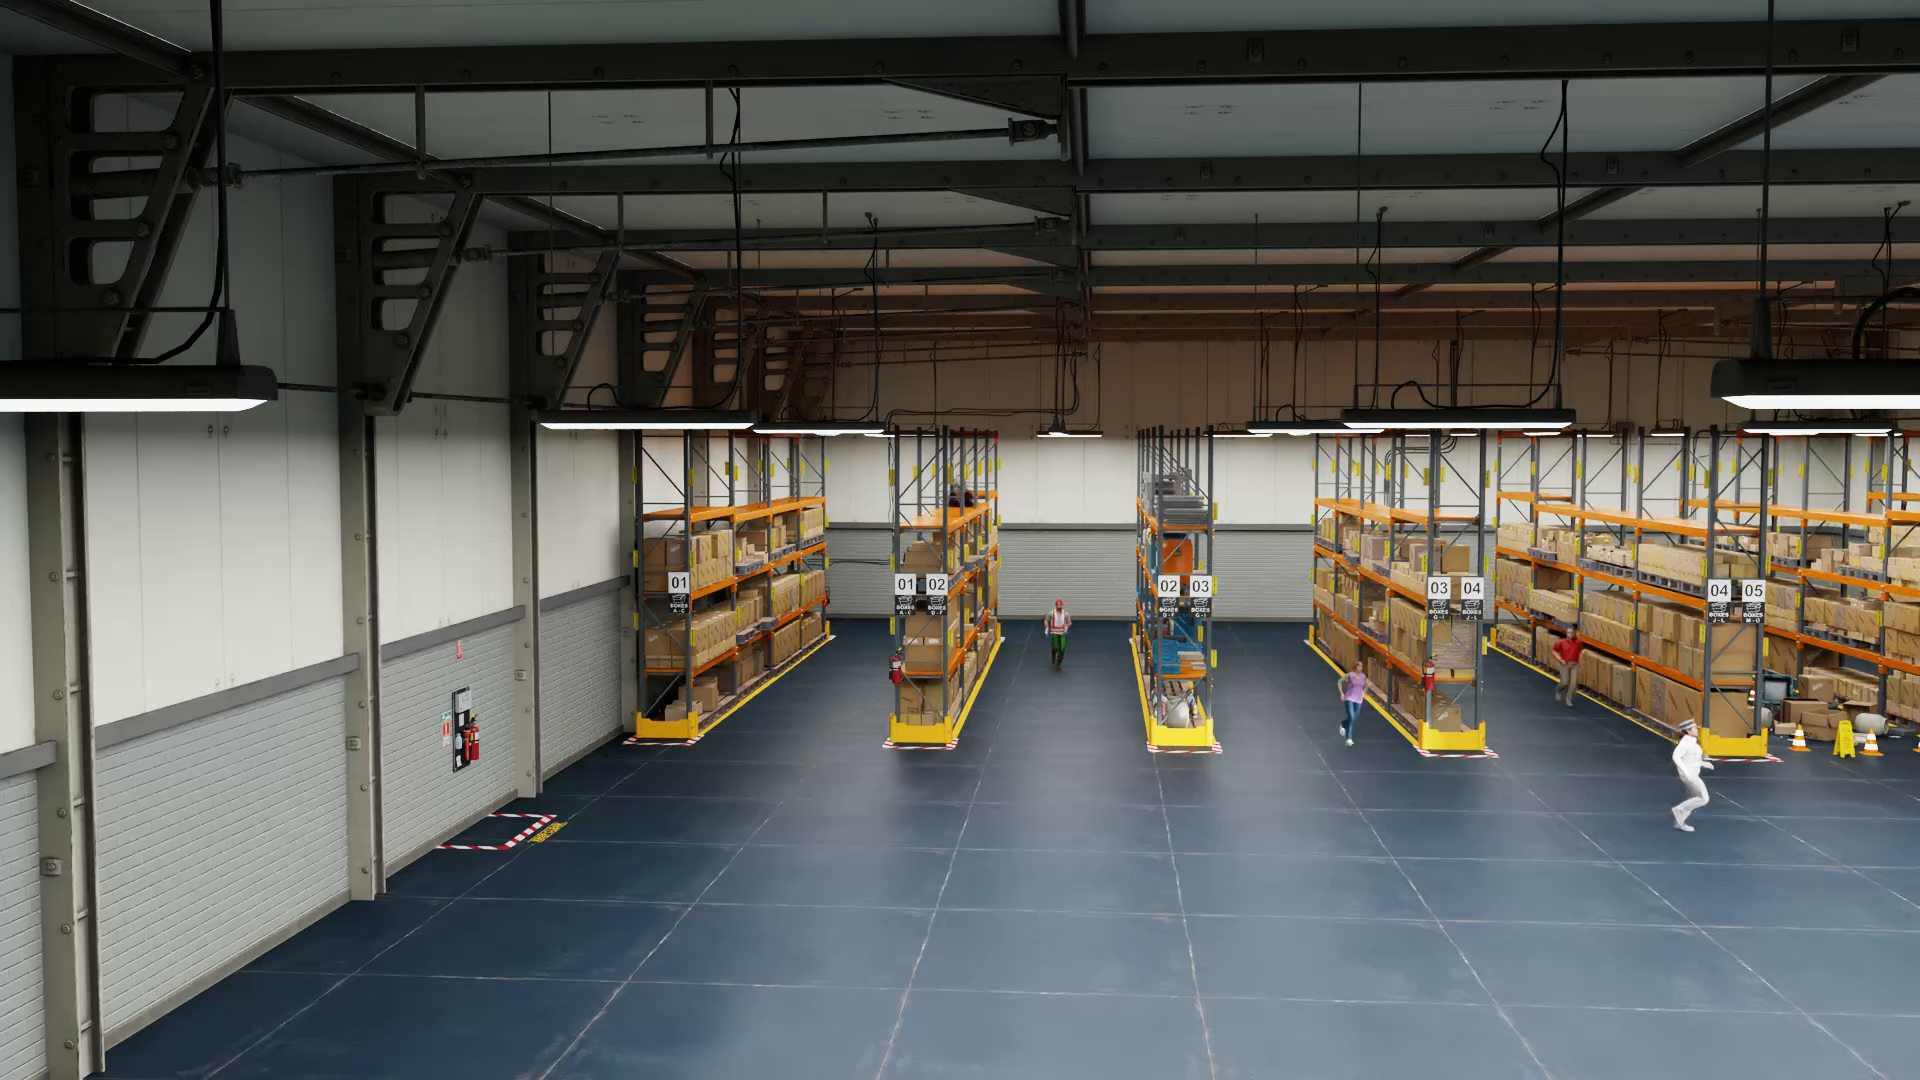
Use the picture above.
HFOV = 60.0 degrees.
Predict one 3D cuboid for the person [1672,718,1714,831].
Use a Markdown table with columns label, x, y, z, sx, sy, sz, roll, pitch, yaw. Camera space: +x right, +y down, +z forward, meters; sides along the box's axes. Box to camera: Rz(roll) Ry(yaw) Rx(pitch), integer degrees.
| label | x | y | z | sx | sy | sz | roll | pitch | yaw |
| --- | --- | --- | --- | --- | --- | --- | --- | --- | --- |
| person | 10.720 | 3.433 | 24.306 | 0.535 | 1.659 | 0.605 | 2 | 4 | 28 |

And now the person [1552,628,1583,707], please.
| label | x | y | z | sx | sy | sz | roll | pitch | yaw |
| --- | --- | --- | --- | --- | --- | --- | --- | --- | --- |
| person | 13.097 | 2.728 | 35.819 | 0.649 | 1.680 | 0.595 | 0 | 3 | -3 |

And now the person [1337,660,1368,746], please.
| label | x | y | z | sx | sy | sz | roll | pitch | yaw |
| --- | --- | --- | --- | --- | --- | --- | --- | --- | --- |
| person | 7.440 | 3.062 | 31.476 | 0.576 | 1.583 | 0.765 | -1 | 3 | -10 |

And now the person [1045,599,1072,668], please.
| label | x | y | z | sx | sy | sz | roll | pitch | yaw |
| --- | --- | --- | --- | --- | --- | --- | --- | --- | --- |
| person | 2.467 | 2.353 | 41.535 | 0.672 | 1.739 | 0.591 | 0 | 3 | -6 |
